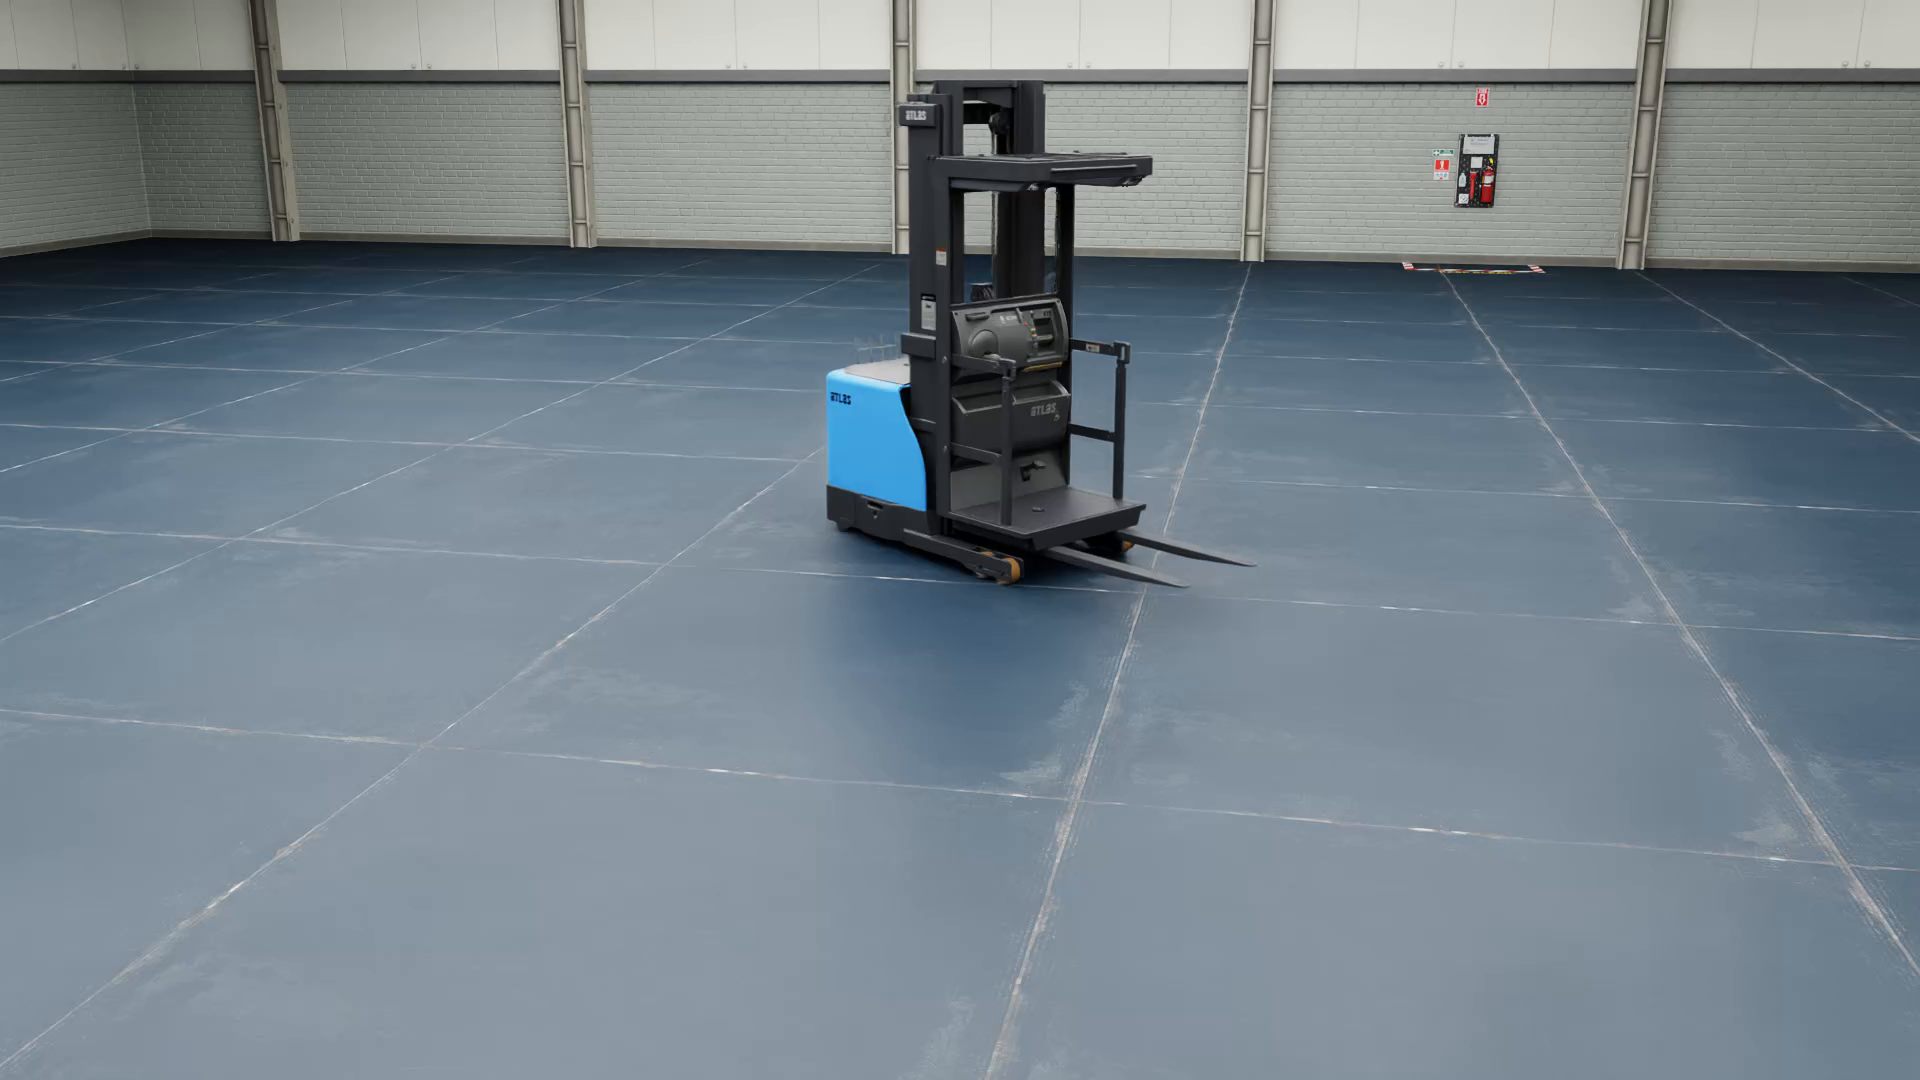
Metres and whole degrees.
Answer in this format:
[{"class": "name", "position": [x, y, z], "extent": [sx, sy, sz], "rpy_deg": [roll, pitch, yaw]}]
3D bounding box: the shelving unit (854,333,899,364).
[{"class": "shelving unit", "position": [-0.531, -0.851, 11.788], "extent": [0.258, 1.200, 0.189], "rpy_deg": [-12, 9, -36]}]

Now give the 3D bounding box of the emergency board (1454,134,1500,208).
[{"class": "emergency board", "position": [8.382, -5.972, 26.931], "extent": [0.643, 1.169, 0.194], "rpy_deg": [3, 16, 11]}]

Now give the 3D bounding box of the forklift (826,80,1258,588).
[{"class": "forklift", "position": [0.462, -1.295, 10.176], "extent": [1.130, 2.935, 3.031], "rpy_deg": [-14, 21, -41]}]

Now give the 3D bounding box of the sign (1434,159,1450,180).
[{"class": "sign", "position": [7.861, -6.045, 27.129], "extent": [0.234, 0.329, 0.001], "rpy_deg": [3, 16, 11]}]

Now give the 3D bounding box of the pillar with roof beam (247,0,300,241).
[{"class": "pillar with roof beam", "position": [-13.580, -8.872, 26.163], "extent": [0.400, 9.000, 9.100], "rpy_deg": [3, 16, 11]}]

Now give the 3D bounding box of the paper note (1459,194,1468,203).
[{"class": "paper note", "position": [8.222, -5.574, 27.147], "extent": [0.142, 0.148, 0.016], "rpy_deg": [3, 16, 11]}]

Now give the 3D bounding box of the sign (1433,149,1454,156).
[{"class": "sign", "position": [7.864, -6.298, 27.049], "extent": [0.331, 0.109, 0.001], "rpy_deg": [3, 16, 11]}]

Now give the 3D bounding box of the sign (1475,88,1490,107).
[{"class": "sign", "position": [8.394, -7.115, 26.717], "extent": [0.199, 0.298, 0.001], "rpy_deg": [3, 16, 11]}]

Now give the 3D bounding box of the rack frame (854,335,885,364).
[{"class": "rack frame", "position": [-0.586, -0.854, 11.862], "extent": [0.240, 1.200, 0.006], "rpy_deg": [-12, 9, -36]}]

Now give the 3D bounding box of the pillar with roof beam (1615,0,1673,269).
[{"class": "pillar with roof beam", "position": [9.938, -7.595, 21.554], "extent": [0.400, 9.000, 9.100], "rpy_deg": [3, 16, 11]}]

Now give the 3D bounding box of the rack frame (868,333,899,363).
[{"class": "rack frame", "position": [-0.477, -0.848, 11.715], "extent": [0.240, 1.200, 0.006], "rpy_deg": [-12, 9, -36]}]

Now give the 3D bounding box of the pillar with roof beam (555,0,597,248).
[{"class": "pillar with roof beam", "position": [-7.701, -8.553, 25.010], "extent": [0.400, 9.000, 9.100], "rpy_deg": [3, 16, 11]}]

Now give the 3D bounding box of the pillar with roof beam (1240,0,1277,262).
[{"class": "pillar with roof beam", "position": [4.059, -7.914, 22.706], "extent": [0.400, 9.000, 9.100], "rpy_deg": [3, 16, 11]}]

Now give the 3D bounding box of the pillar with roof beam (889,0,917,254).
[{"class": "pillar with roof beam", "position": [-1.821, -8.233, 23.858], "extent": [0.400, 9.000, 9.100], "rpy_deg": [3, 16, 11]}]
